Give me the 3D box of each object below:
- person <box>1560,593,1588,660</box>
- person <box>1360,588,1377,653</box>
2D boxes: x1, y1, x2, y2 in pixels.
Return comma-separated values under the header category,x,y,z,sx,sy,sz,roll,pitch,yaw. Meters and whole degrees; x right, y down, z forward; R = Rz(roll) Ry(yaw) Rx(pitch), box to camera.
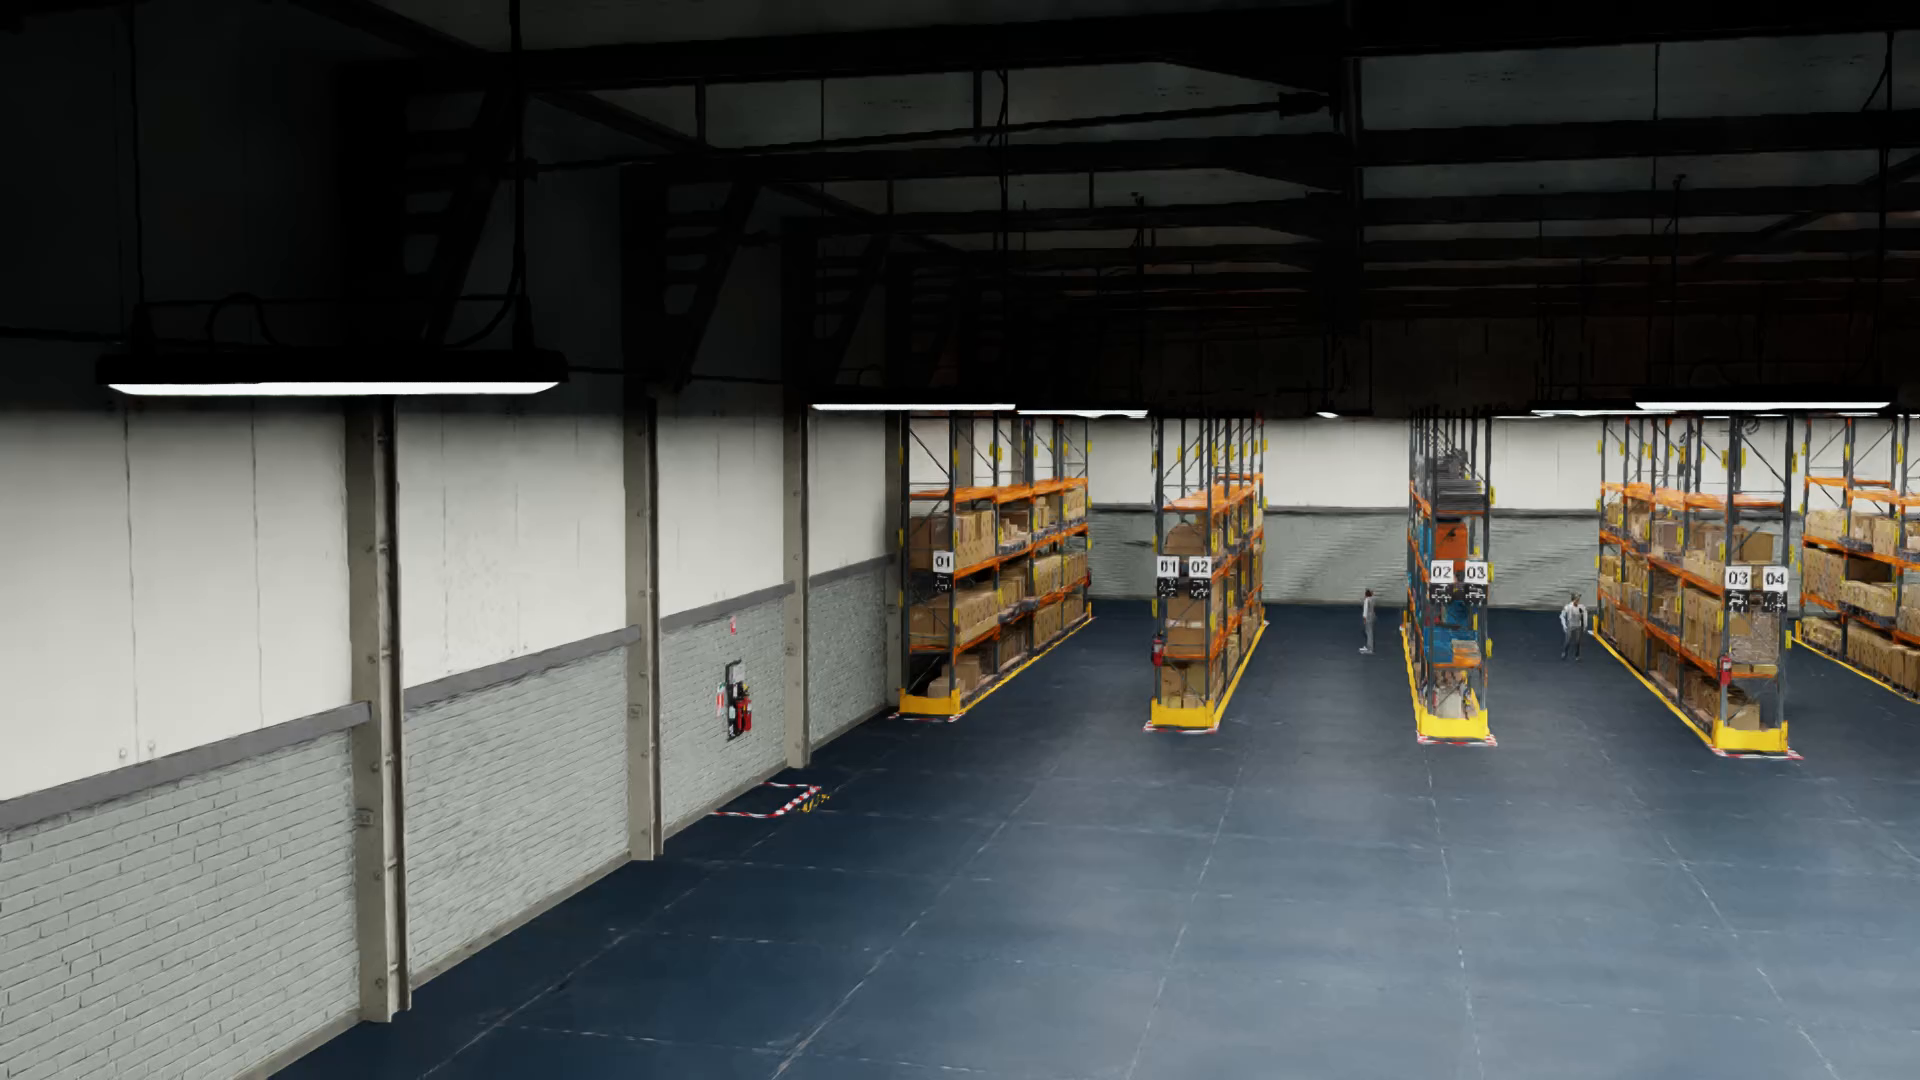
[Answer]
category,x,y,z,sx,sy,sz,roll,pitch,yaw
person,14.671,2.063,39.772,0.615,1.632,0.512,1,4,11
person,10.055,1.973,41.009,0.467,1.599,0.448,-4,6,-45
